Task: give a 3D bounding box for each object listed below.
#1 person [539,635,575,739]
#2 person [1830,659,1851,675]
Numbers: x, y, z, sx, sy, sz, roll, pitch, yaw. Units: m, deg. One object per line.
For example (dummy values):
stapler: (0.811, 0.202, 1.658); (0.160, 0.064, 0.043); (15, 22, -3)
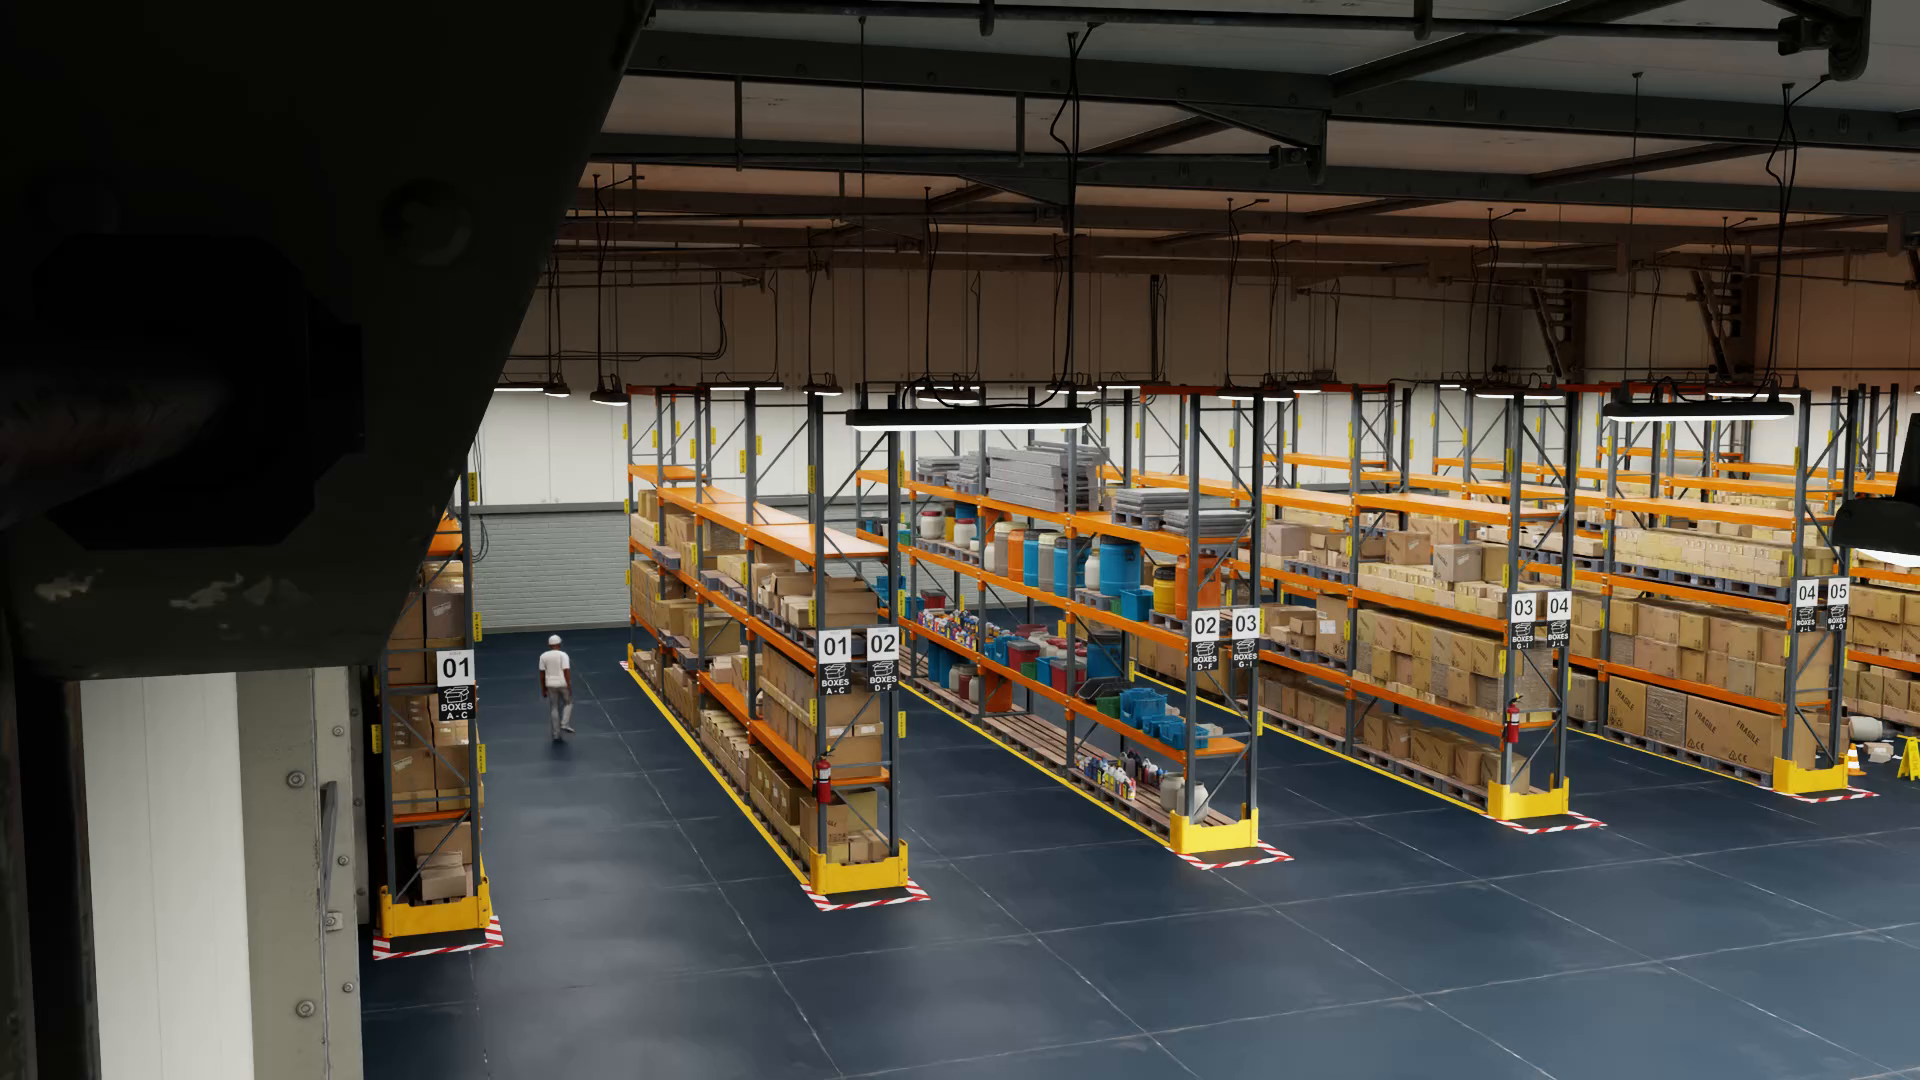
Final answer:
person: (-6.913, 2.507, 28.501); (0.592, 1.753, 0.476); (0, 6, -4)
person: (17.693, 2.082, 33.211); (0.540, 1.785, 0.600); (-3, 7, -26)
